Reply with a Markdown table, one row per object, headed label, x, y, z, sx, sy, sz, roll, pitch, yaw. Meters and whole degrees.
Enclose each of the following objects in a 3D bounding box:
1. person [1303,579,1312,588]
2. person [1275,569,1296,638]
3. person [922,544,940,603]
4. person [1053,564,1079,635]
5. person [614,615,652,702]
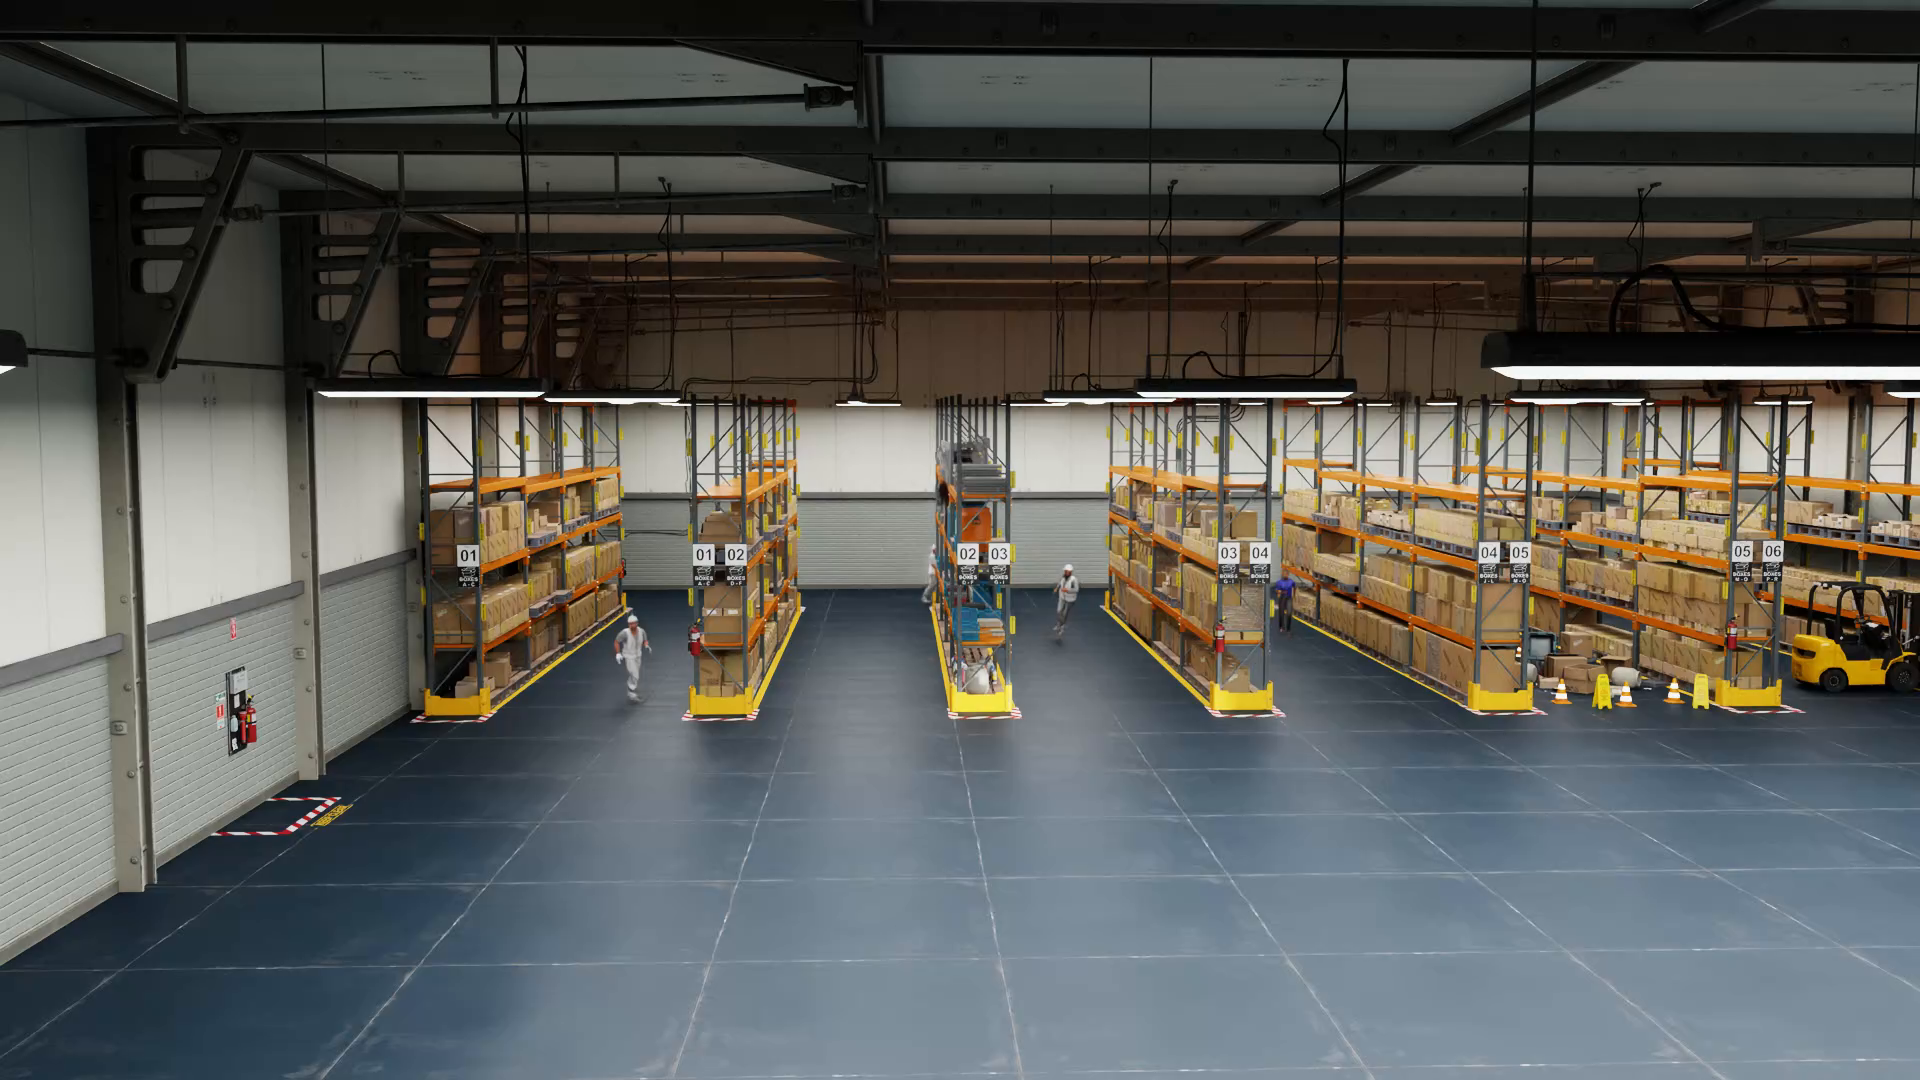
| label | x | y | z | sx | sy | sz | roll | pitch | yaw |
| --- | --- | --- | --- | --- | --- | --- | --- | --- | --- |
| person | 10.333 | 1.043 | 48.703 | 0.682 | 1.702 | 0.741 | 2 | 5 | 21 |
| person | 8.220 | 1.593 | 41.988 | 0.555 | 1.715 | 0.848 | 0 | 5 | 6 |
| person | -0.712 | 1.018 | 48.554 | 0.823 | 1.814 | 0.668 | 1 | 5 | 18 |
| person | 2.576 | 1.445 | 40.661 | 0.787 | 1.732 | 0.717 | 2 | 5 | 25 |
| person | -6.387 | 2.322 | 32.663 | 0.819 | 1.735 | 0.656 | 3 | 6 | 37 |
